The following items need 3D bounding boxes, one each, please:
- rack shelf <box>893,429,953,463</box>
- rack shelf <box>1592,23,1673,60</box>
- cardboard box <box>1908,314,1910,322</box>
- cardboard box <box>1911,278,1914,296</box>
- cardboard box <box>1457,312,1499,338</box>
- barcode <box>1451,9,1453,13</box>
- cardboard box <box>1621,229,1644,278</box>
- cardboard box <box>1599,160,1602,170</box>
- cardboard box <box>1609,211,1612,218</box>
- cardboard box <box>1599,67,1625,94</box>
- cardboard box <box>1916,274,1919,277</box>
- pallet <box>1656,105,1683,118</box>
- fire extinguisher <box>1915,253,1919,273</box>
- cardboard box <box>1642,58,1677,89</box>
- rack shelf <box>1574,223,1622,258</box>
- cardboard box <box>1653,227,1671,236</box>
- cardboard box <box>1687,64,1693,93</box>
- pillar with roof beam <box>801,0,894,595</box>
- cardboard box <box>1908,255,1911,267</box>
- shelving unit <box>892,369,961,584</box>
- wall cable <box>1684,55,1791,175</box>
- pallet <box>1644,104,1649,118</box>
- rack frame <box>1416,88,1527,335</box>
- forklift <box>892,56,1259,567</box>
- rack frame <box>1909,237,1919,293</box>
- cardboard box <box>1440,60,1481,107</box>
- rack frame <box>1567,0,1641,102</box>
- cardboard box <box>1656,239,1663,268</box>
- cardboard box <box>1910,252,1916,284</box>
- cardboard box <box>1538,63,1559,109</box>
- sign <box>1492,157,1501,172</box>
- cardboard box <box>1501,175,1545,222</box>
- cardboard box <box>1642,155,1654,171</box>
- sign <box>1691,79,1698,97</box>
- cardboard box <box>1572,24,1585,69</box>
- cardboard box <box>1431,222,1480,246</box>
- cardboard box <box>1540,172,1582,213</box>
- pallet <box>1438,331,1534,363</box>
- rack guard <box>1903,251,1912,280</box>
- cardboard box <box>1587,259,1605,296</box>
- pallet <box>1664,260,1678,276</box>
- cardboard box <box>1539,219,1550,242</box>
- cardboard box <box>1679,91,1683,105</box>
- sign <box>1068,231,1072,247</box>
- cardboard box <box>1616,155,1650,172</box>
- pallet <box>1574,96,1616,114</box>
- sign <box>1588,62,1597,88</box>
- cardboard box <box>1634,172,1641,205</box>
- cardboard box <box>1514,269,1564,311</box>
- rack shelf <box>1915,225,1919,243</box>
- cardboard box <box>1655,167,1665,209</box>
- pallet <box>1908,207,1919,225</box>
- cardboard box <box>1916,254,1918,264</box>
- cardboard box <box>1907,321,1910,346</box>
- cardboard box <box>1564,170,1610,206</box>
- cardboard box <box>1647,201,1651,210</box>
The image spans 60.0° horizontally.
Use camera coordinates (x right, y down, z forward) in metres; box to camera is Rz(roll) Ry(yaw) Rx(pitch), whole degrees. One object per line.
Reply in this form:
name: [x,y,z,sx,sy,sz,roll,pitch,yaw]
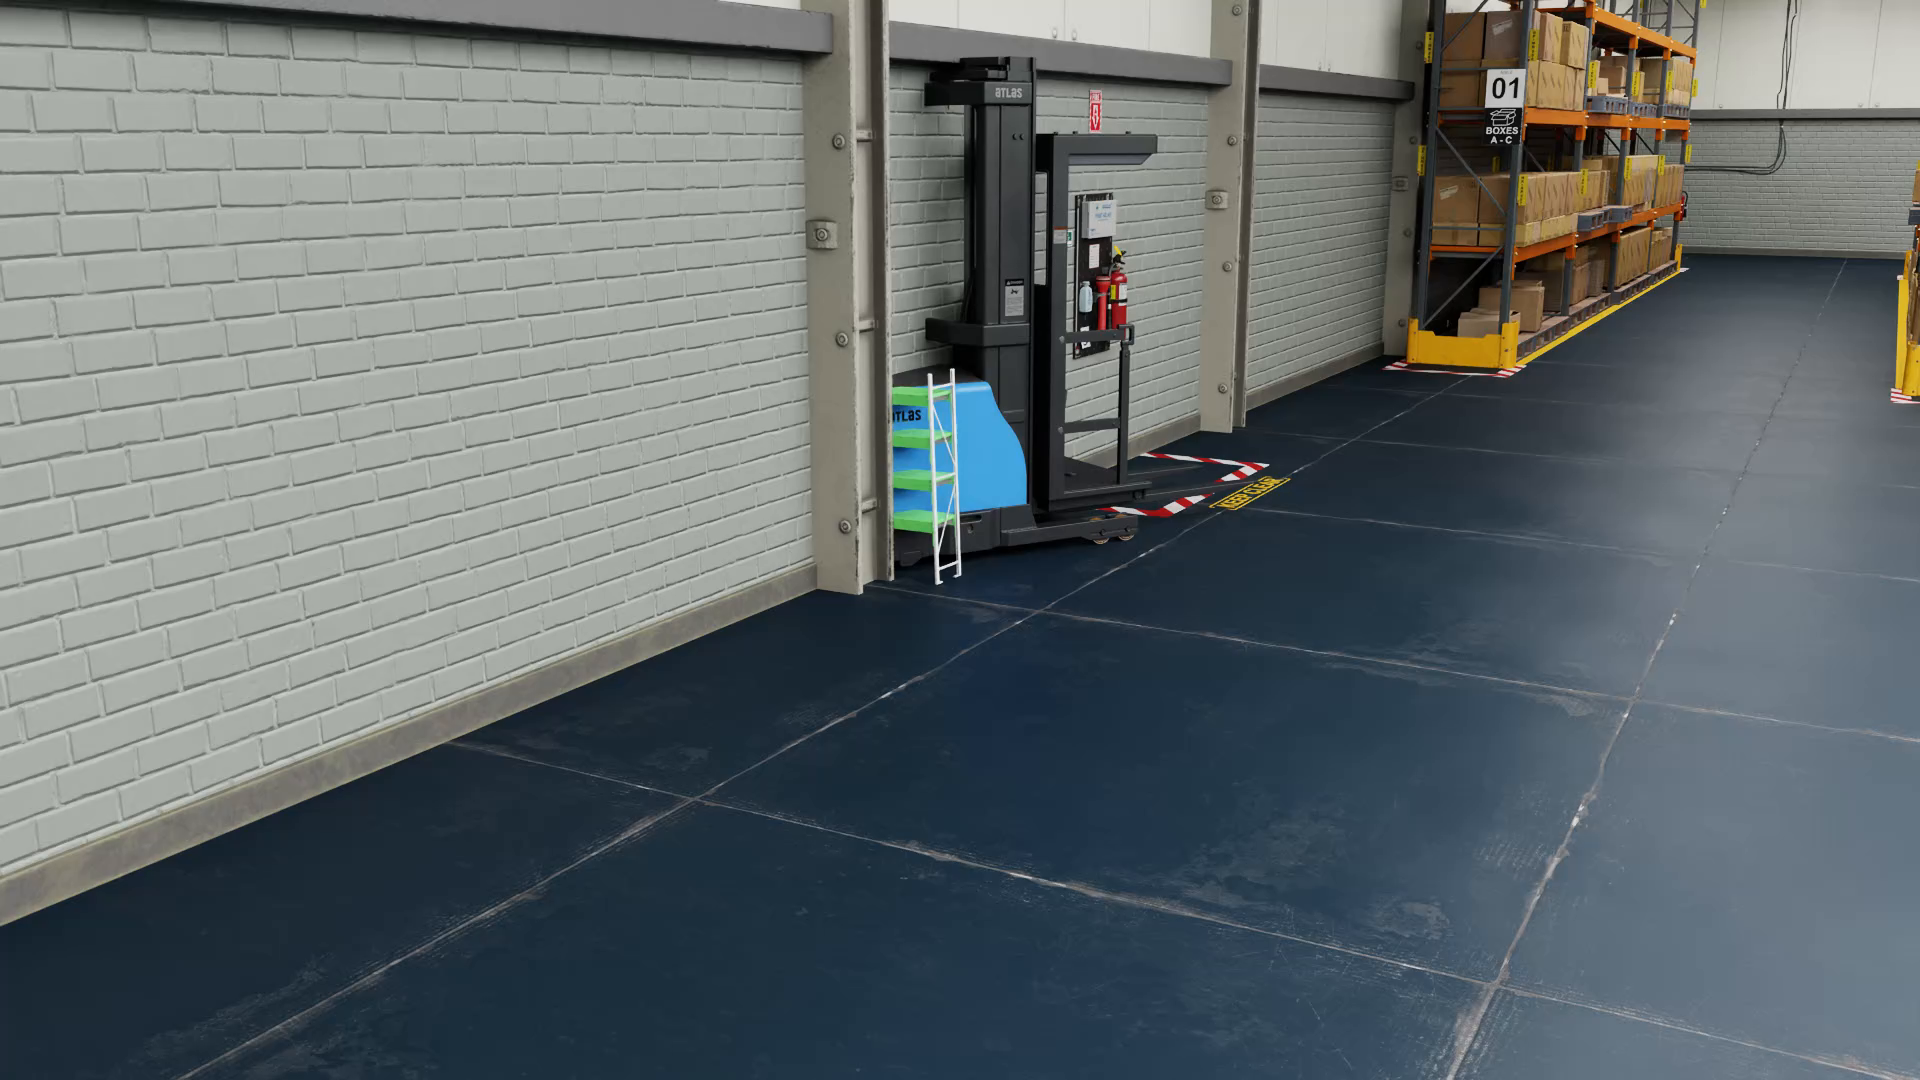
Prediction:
rack shelf: [-0.293,-0.553,9.507,0.480,0.148,0.258,7,16,34]
rack shelf: [10.447,-7.855,26.304,1.077,0.370,4.000,7,15,28]
cardboard box: [12.325,-2.885,21.072,0.500,0.250,0.500,8,16,29]
cardboard box: [12.565,-3.259,21.427,0.500,0.311,0.500,7,15,27]
cardboard box: [6.026,-2.470,19.176,0.500,0.311,0.500,6,15,22]
barcode: [5.518,-5.918,18.654,0.001,0.075,0.075,7,15,28]
cardboard box: [10.786,-4.721,27.408,0.750,0.750,0.750,8,16,30]
cardboard box: [9.340,-5.576,24.727,0.380,0.149,0.250,5,15,21]
cardboard box: [9.842,-5.001,25.372,0.380,0.149,0.250,7,15,27]
cardboard box: [9.660,-6.897,25.191,0.700,0.500,0.500,6,15,24]
cardboard box: [11.152,-2.760,18.953,0.500,0.500,0.500,7,15,28]
pallet: [12.409,-7.724,29.962,1.003,0.211,1.213,7,15,28]
fire extinguisher: [9.487,-2.861,16.168,0.296,0.674,0.183,7,15,28]
cardboard box: [12.004,-8.010,28.570,0.500,0.500,0.500,7,15,28]
rack shelf: [8.513,-4.312,23.556,1.077,0.370,4.000,7,15,28]
cardboard box: [13.071,-5.764,31.094,0.380,0.149,0.250,8,16,30]
cardboard box: [13.233,-8.535,30.748,0.500,0.500,0.500,7,15,28]
pillar with roof beam: [3.162,-3.640,6.429,9.100,9.000,0.400,7,15,28]
cardboard box: [16.933,-4.848,29.173,0.500,0.250,0.500,7,15,28]
shelving unit: [-0.288,-0.382,9.547,0.503,1.200,0.258,7,16,34]
wall cable: [16.395,-9.241,36.288,3.097,2.526,0.112,7,15,28]
pallet: [10.283,-6.807,26.370,1.003,0.211,1.213,8,16,31]
rack frame: [5.613,-3.431,18.366,1.000,3.000,0.127,7,15,28]
forklift: [0.543,-1.498,10.493,3.031,2.935,1.130,-8,16,-29]
rack frame: [15.752,-5.333,26.253,1.000,3.000,0.127,7,15,28]
cardboard box: [5.593,-5.062,18.474,0.500,0.500,0.500,9,16,32]
rack frame: [9.480,-7.989,24.471,1.000,3.000,0.127,7,15,28]
cardboard box: [12.361,-5.232,30.271,0.700,0.500,0.500,8,16,29]
cardboard box: [15.305,-4.260,26.197,0.500,0.500,0.500,7,15,26]
cardboard box: [6.532,-5.201,19.051,0.500,0.500,0.500,8,16,31]
sign: [7.059,-4.877,21.892,0.100,0.325,0.005,7,15,28]
cardboard box: [6.354,-3.897,18.974,0.500,0.500,0.500,7,15,28]
cardboard box: [11.157,-6.232,27.493,0.500,0.250,0.500,8,16,29]
sign: [13.816,-8.500,31.269,0.100,0.325,0.005,7,15,28]
cardboard box: [7.285,-6.007,20.259,0.500,0.500,0.500,8,16,31]
cardboard box: [5.669,-3.486,18.870,0.500,0.250,0.500,8,16,29]
cardboard box: [7.589,-4.421,21.149,0.500,0.500,0.500,7,15,28]
pallet: [6.073,-2.254,19.432,1.003,0.211,1.213,7,15,28]
rack guard: [17.649,-4.923,29.885,1.175,0.500,0.348,7,15,28]
cardboard box: [9.178,-3.918,24.778,0.700,0.500,0.500,8,16,29]
pallet: [13.030,-5.185,31.591,1.003,0.211,1.213,7,15,28]
cardboard box: [6.617,-3.644,19.526,0.500,0.250,0.500,7,15,27]
cardboard box: [12.728,-7.957,29.950,0.500,0.250,0.500,7,15,26]
sign: [0.718,-2.112,11.688,0.001,0.109,0.331,7,15,28]
cardboard box: [10.910,-6.127,27.058,0.500,0.250,0.500,8,16,29]
pallet: [7.938,-5.733,21.915,1.213,0.211,1.003,7,15,28]
sign: [8.025,-5.901,21.109,0.100,0.325,0.005,7,15,28]
cardboard box: [10.441,-5.554,26.281,0.500,0.500,0.500,7,15,28]
cardboard box: [7.888,-3.403,22.645,0.700,0.500,0.500,8,16,30]
rack shelf: [14.785,-4.573,24.635,1.077,0.370,4.000,7,15,28]
cardboard box: [11.691,-6.148,28.997,0.980,0.700,0.700,8,16,29]
pallet: [14.085,-4.566,23.481,1.213,0.211,1.003,7,15,28]
cardboard box: [14.089,-4.106,23.958,0.500,0.250,0.500,8,16,30]
cardboard box: [10.903,-2.294,18.619,0.500,0.250,0.500,7,15,28]
cardboard box: [9.262,-5.237,24.706,0.700,0.500,0.500,5,15,21]
cardboard box: [11.397,-5.625,27.958,0.380,0.149,0.250,8,16,29]
